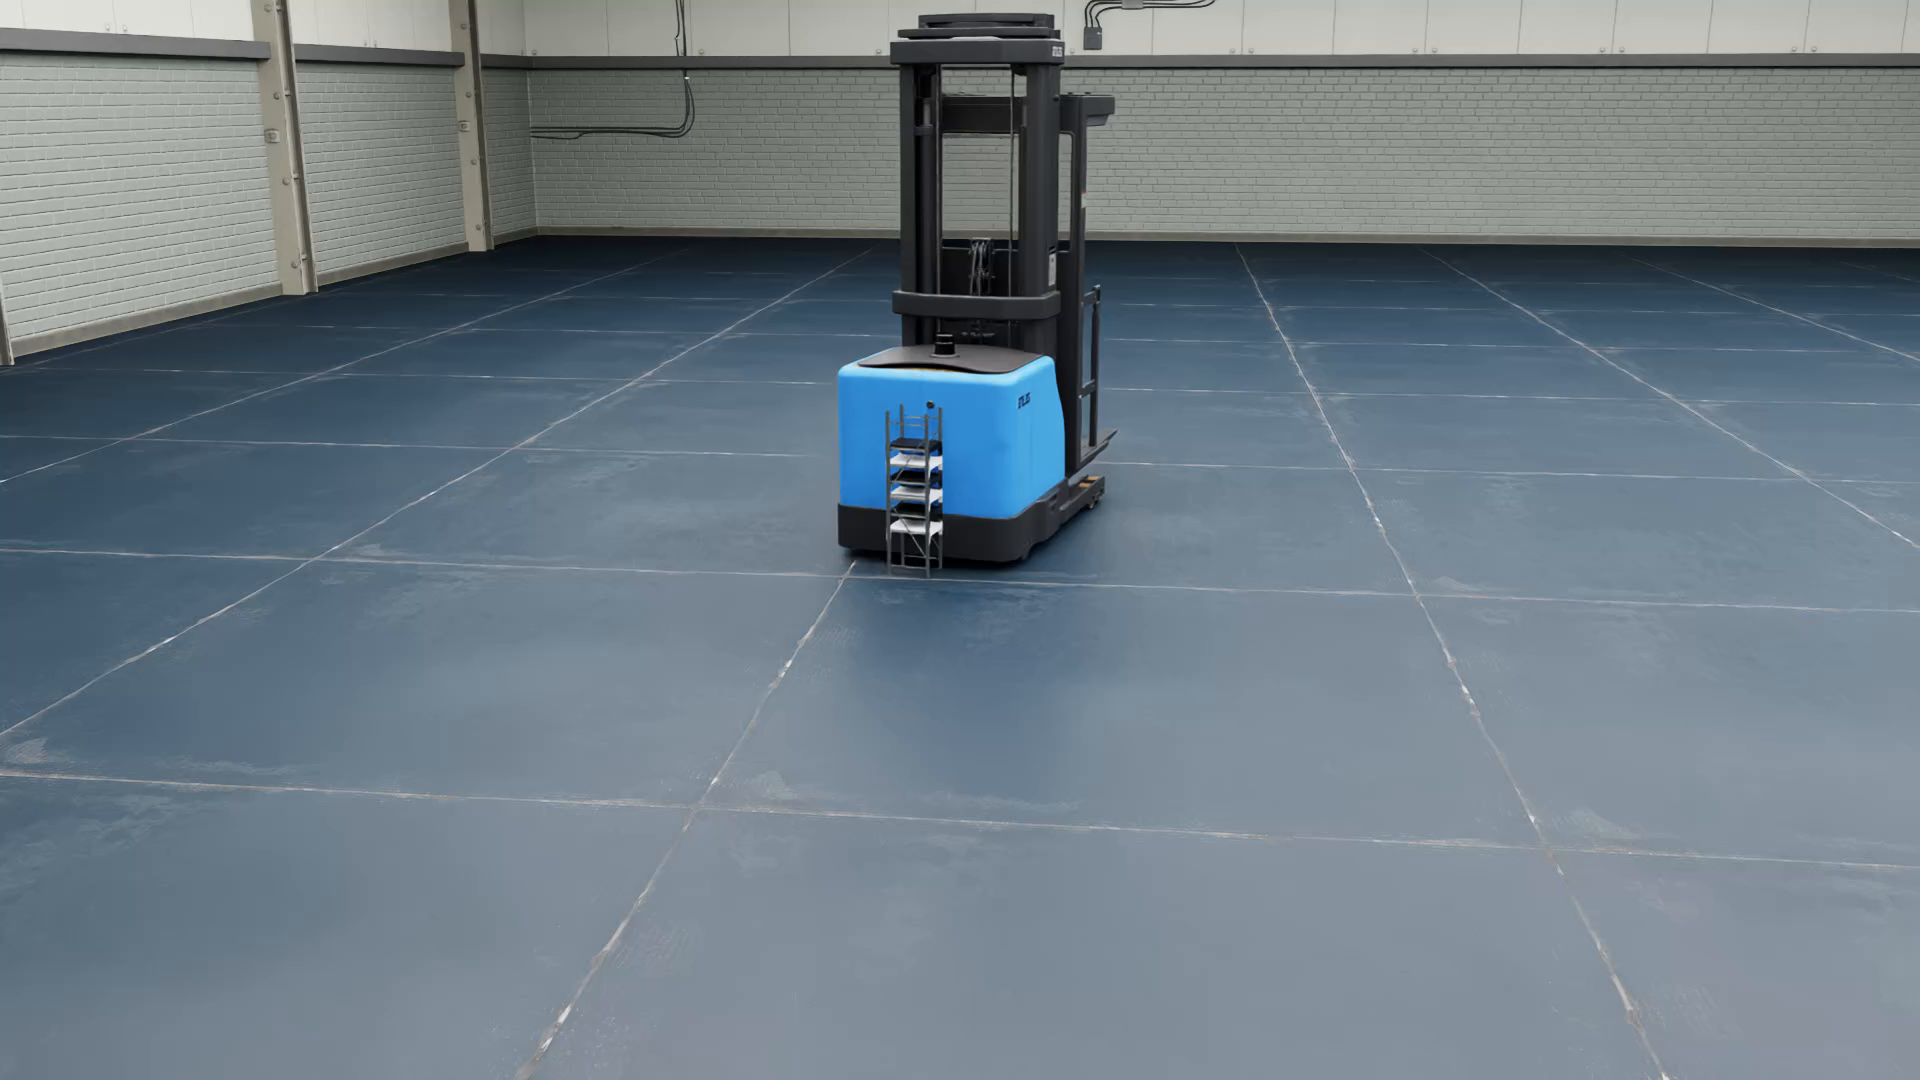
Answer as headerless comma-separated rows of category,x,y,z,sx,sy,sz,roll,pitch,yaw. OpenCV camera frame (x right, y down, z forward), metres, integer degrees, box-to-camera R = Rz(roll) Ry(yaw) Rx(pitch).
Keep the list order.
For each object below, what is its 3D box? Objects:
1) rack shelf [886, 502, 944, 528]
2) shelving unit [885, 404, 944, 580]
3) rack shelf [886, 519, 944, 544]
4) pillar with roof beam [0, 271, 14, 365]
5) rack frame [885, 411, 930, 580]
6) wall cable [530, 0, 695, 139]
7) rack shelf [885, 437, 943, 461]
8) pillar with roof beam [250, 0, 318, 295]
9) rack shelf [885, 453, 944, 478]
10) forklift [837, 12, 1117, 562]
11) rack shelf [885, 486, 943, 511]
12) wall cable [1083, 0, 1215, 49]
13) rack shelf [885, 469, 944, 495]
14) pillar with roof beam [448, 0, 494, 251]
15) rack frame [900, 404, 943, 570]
rack shelf,-0.243,-0.137,8.916,0.258,0.077,0.200,5,16,19
shelving unit,-0.243,-0.256,8.884,0.258,0.900,0.210,5,16,19
rack shelf,-0.243,-0.050,8.940,0.258,0.077,0.200,5,16,19
pillar with roof beam,-4.919,-5.849,14.055,9.100,9.000,0.400,2,15,6
rack frame,-0.276,-0.231,8.791,0.240,0.900,0.006,5,16,19
wall cable,-6.196,-8.315,29.121,3.097,2.526,0.112,2,15,6
rack shelf,-0.243,-0.484,8.822,0.258,0.077,0.200,5,16,19
pillar with roof beam,-4.242,-7.406,19.810,9.100,9.000,0.400,2,15,6
rack shelf,-0.243,-0.397,8.846,0.258,0.077,0.200,5,16,19
forklift,0.285,-1.637,10.101,1.130,2.935,3.031,5,16,19
rack shelf,-0.243,-0.224,8.893,0.258,0.077,0.200,5,16,19
wall cable,3.235,-11.172,27.223,2.305,6.003,0.169,2,15,6
rack shelf,-0.243,-0.311,8.869,0.258,0.077,0.200,5,16,19
pillar with roof beam,-3.565,-8.962,25.565,9.100,9.000,0.400,2,15,6
rack frame,-0.209,-0.281,8.977,0.240,0.900,0.006,5,16,19
